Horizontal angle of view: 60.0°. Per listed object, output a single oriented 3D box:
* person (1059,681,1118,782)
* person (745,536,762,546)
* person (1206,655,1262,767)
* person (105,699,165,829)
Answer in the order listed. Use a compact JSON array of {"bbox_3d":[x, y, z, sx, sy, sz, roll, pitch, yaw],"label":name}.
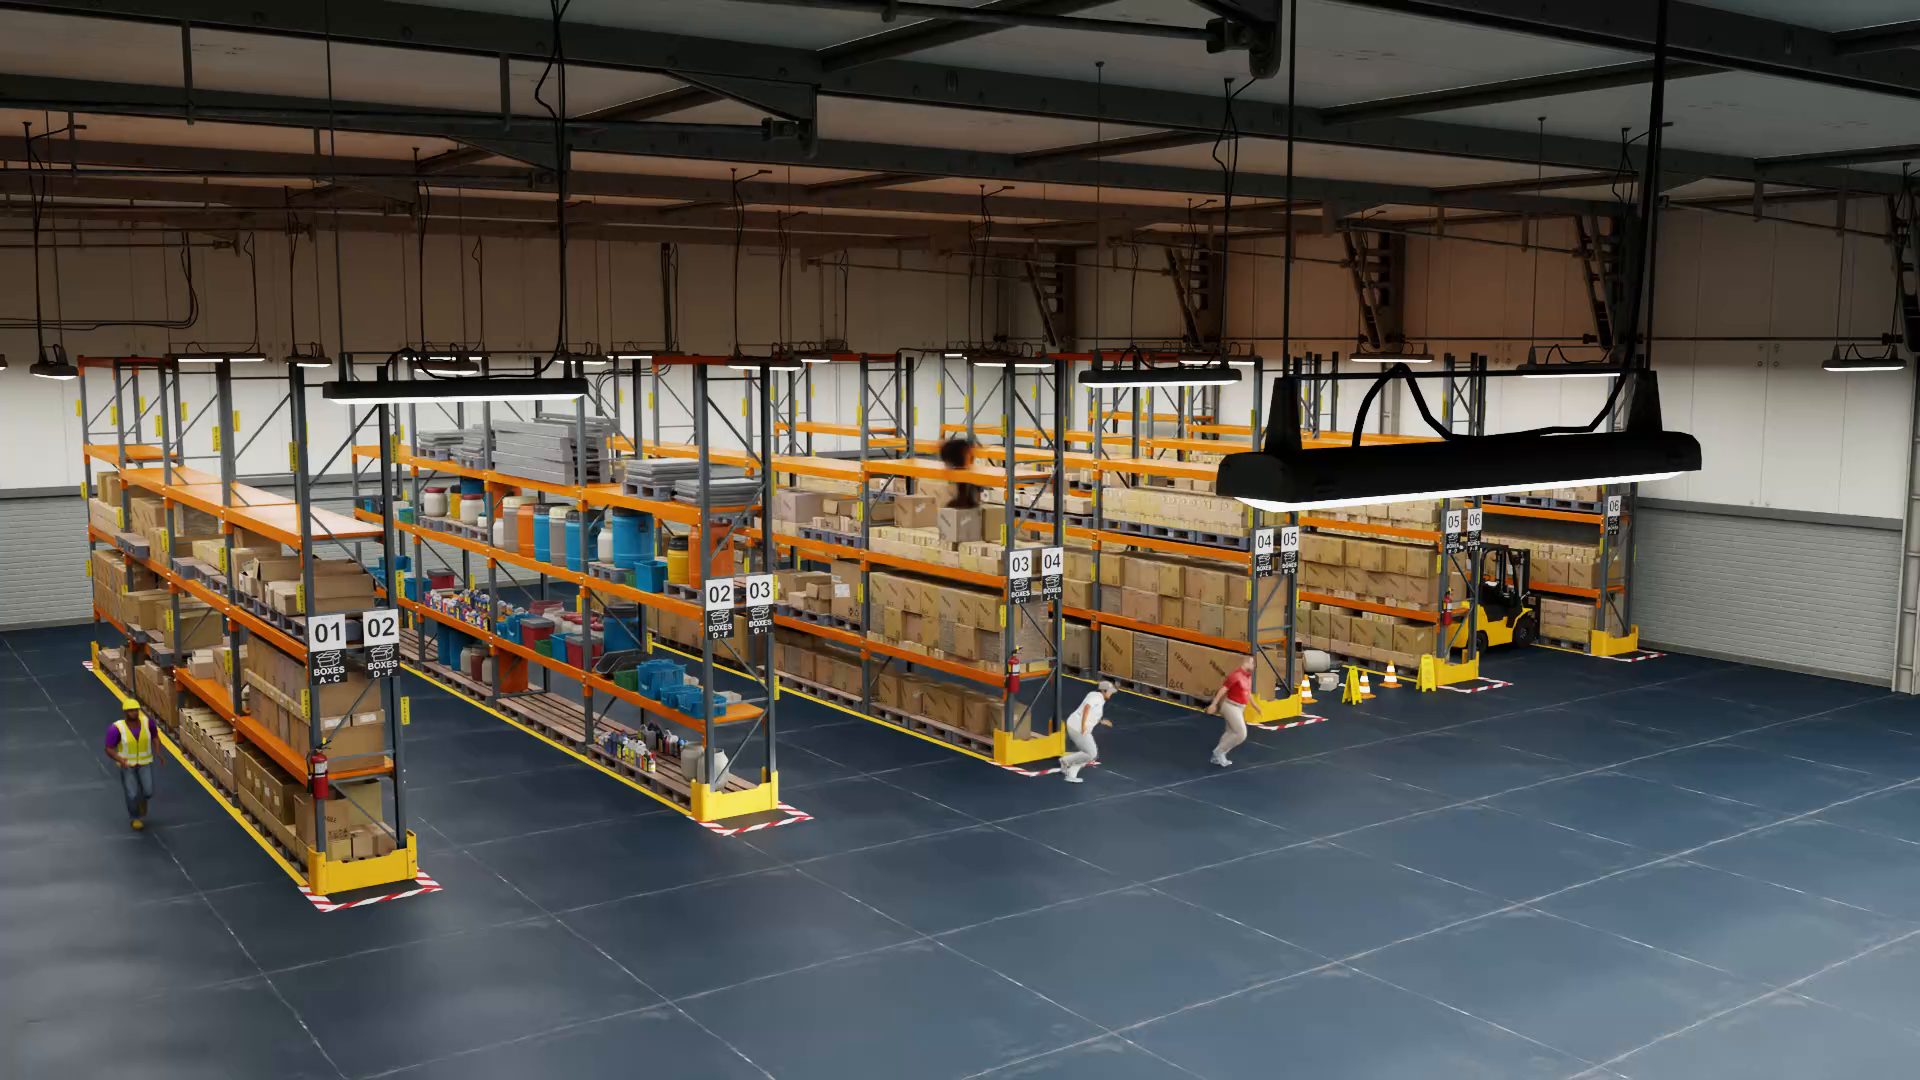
[{"bbox_3d":[1.827,2.746,23.690,0.837,1.487,0.628,0,7,-4],"label":"person"},{"bbox_3d":[-5.168,0.352,42.029,0.684,1.845,0.865,1,7,10],"label":"person"},{"bbox_3d":[4.074,2.520,24.627,0.708,1.668,0.663,3,8,26],"label":"person"},{"bbox_3d":[-10.641,2.887,21.470,0.690,1.711,0.633,-6,9,-39],"label":"person"}]
